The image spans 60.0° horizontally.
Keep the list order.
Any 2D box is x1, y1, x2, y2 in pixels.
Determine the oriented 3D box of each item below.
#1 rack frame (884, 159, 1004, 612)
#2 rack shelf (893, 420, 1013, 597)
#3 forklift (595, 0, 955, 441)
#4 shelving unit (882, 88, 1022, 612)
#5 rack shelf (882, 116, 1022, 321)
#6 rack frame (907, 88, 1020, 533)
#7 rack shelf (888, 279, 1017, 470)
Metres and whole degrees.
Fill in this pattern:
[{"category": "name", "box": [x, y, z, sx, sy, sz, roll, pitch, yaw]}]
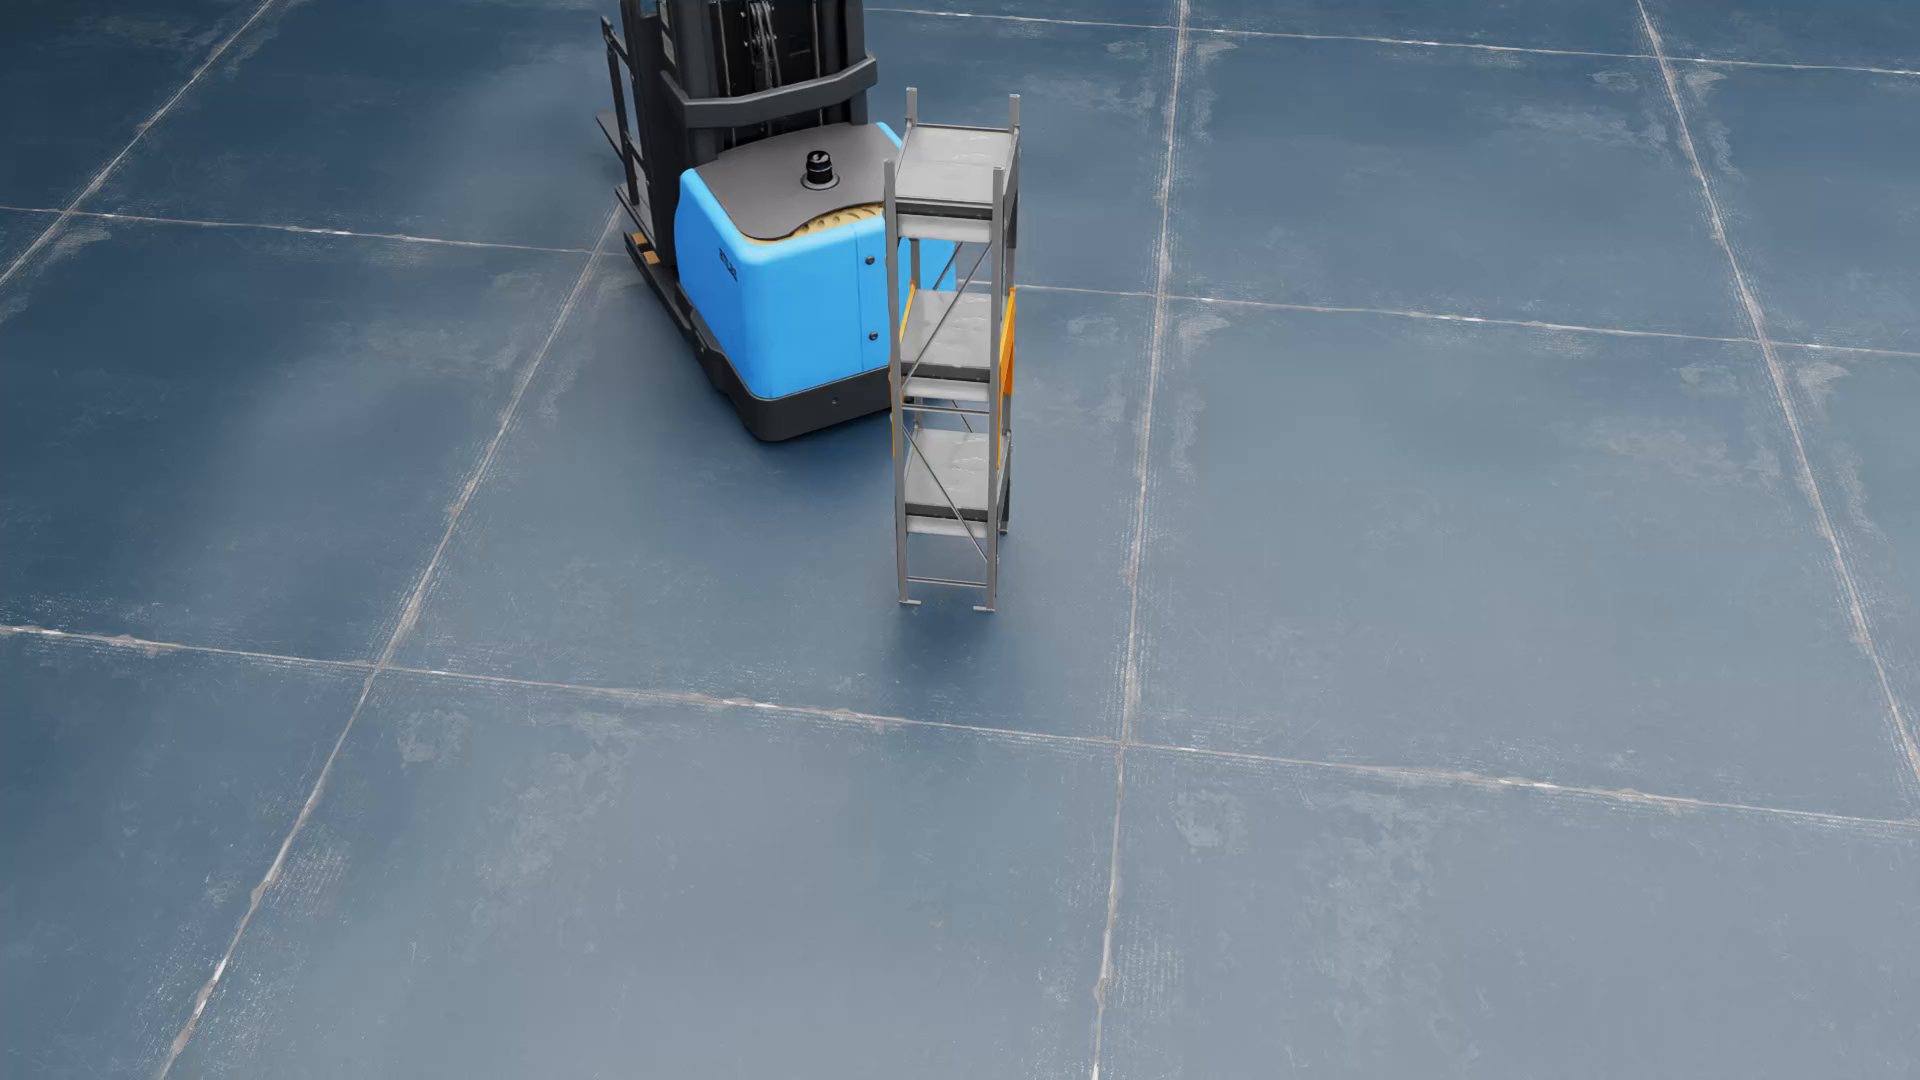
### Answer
[{"category": "rack frame", "box": [-0.054, -0.483, 6.233, 0.400, 2.100, 0.015, 5, 44, 6]}, {"category": "rack shelf", "box": [-0.022, -0.131, 6.900, 0.431, 0.518, 0.480, 5, 44, 6]}, {"category": "forklift", "box": [-1.113, -2.531, 7.791, 1.130, 2.935, 3.031, -19, 47, -19]}, {"category": "shelving unit", "box": [-0.022, -0.650, 6.409, 0.431, 2.100, 0.503, 5, 44, 6]}, {"category": "rack shelf", "box": [-0.022, -1.148, 5.937, 0.431, 0.518, 0.480, 5, 44, 6]}, {"category": "rack frame", "box": [0.010, -0.816, 6.585, 0.400, 2.100, 0.015, 5, 44, 6]}, {"category": "rack shelf", "box": [-0.022, -0.640, 6.418, 0.431, 0.518, 0.480, 5, 44, 6]}]
